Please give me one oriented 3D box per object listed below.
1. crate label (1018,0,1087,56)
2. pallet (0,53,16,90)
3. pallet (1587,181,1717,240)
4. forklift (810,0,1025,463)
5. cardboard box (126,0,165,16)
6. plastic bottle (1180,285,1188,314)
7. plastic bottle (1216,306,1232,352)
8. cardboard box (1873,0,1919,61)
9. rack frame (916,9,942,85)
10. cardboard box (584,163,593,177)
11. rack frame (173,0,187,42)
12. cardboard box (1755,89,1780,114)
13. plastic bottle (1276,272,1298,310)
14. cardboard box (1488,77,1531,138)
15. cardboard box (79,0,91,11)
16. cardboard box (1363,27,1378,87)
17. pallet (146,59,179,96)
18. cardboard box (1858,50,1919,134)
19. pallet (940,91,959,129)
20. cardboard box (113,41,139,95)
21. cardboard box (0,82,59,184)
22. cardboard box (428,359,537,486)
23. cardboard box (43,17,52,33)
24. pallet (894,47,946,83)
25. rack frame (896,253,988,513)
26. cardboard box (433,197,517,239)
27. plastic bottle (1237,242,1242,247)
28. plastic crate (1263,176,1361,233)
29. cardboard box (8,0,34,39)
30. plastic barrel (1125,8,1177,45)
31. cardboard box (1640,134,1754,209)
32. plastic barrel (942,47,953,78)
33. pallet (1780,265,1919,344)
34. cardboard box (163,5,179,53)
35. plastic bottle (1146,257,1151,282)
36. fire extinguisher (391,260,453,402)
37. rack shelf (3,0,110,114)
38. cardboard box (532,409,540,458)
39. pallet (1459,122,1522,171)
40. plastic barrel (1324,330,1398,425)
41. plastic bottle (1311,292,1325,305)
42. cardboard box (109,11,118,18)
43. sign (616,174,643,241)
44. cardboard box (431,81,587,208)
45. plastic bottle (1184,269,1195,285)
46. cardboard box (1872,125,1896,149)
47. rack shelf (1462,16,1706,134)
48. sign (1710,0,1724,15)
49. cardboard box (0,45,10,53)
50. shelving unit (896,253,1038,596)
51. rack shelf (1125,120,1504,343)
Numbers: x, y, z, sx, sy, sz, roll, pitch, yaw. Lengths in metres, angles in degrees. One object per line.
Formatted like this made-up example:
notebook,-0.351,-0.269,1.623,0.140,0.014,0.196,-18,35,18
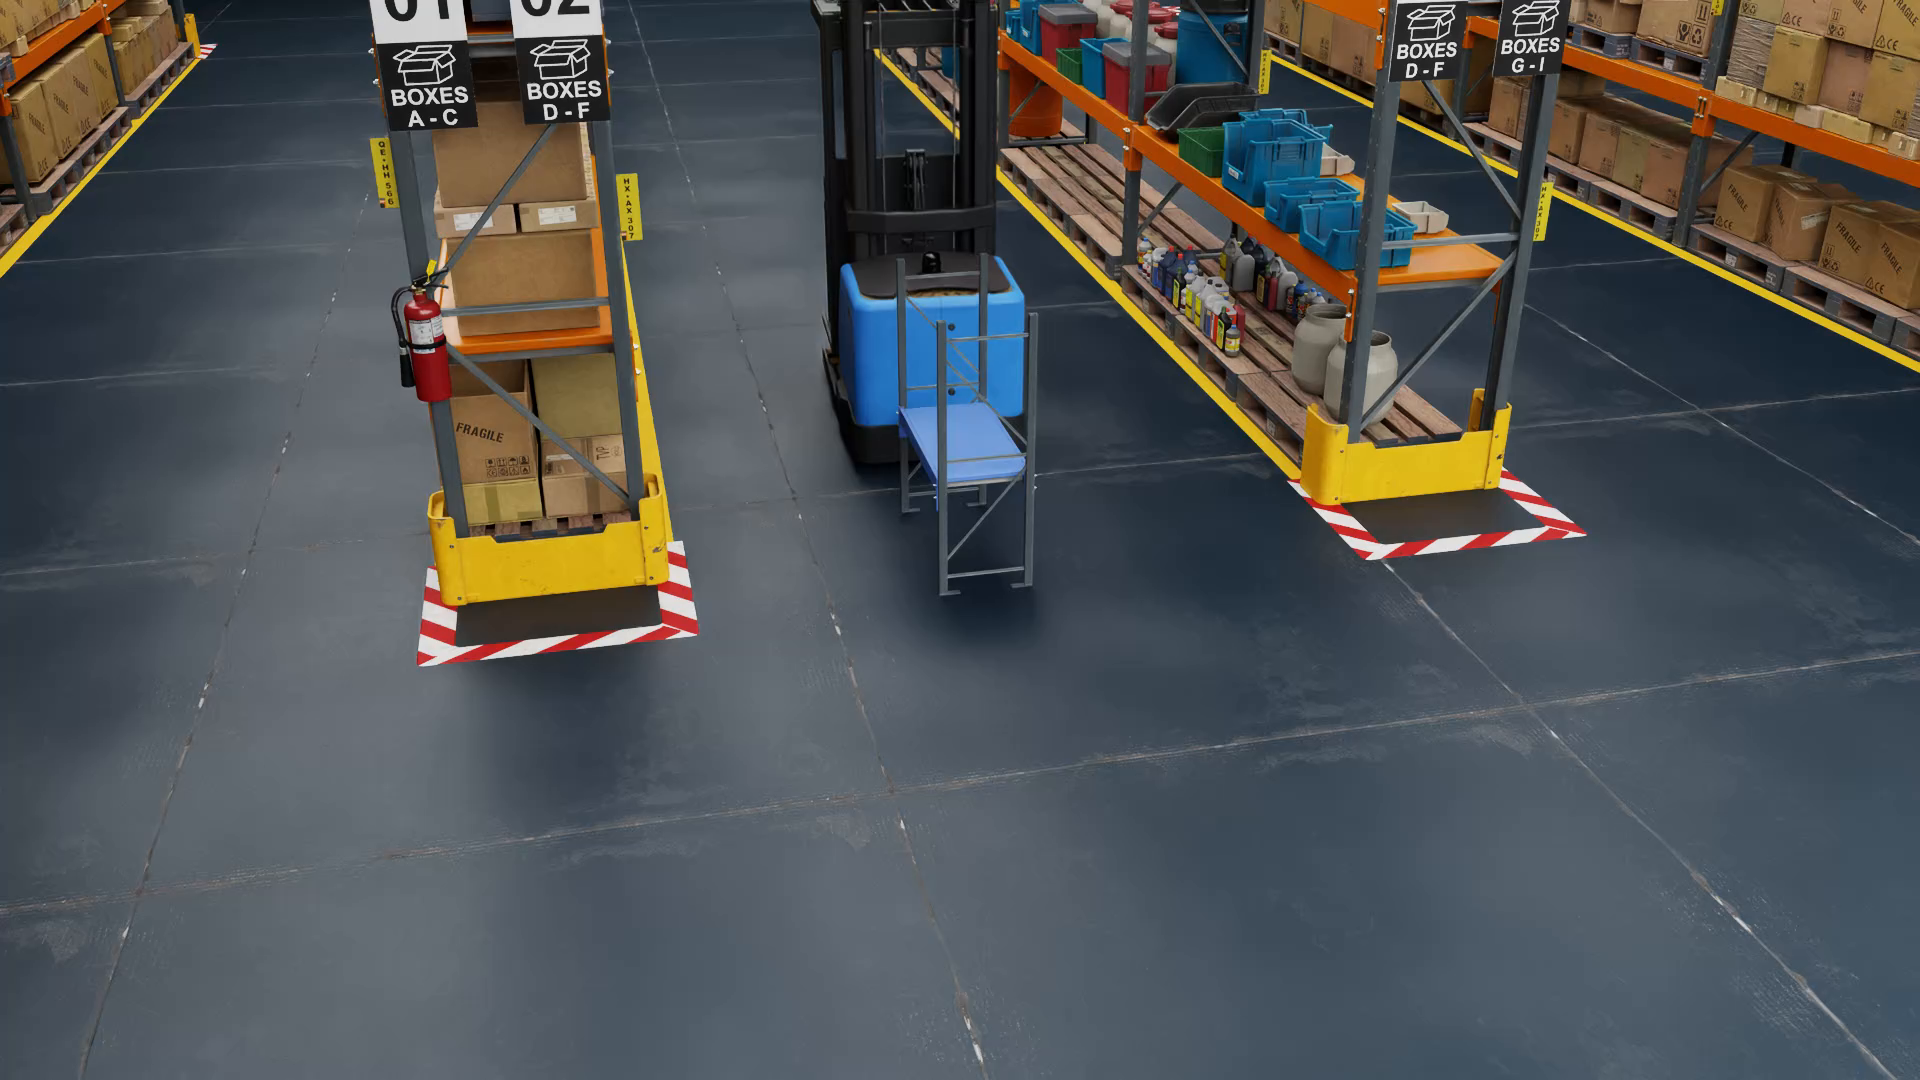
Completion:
crate label,0.838,-4.704,15.202,0.502,0.435,0.616,-6,27,-12
pallet,-8.511,-3.758,13.580,1.213,0.211,1.003,-6,27,-12
pallet,6.427,-2.996,14.951,1.003,0.211,1.213,-6,27,-12
forklift,-0.351,-2.408,10.768,1.130,2.935,3.031,-4,27,-8
cardboard box,-10.058,-6.572,20.530,0.380,0.149,0.250,-5,27,-10
plastic bottle,1.640,-1.737,11.980,0.097,0.201,0.097,0,27,0
plastic bottle,1.795,-1.435,11.290,0.061,0.283,0.133,-5,27,-10
cardboard box,6.808,-3.642,11.586,0.500,0.500,0.500,-6,27,-12
rack frame,-0.024,-6.908,19.607,1.000,3.000,0.127,-6,27,-12
cardboard box,-2.142,-1.892,8.839,0.380,0.149,0.250,-6,27,-11
rack frame,-10.578,-7.658,21.093,1.000,3.000,0.127,-6,27,-12
cardboard box,6.487,-3.444,13.023,0.380,0.149,0.250,-6,27,-12
plastic bottle,2.353,-1.825,12.072,0.152,0.276,0.135,-5,27,-11
cardboard box,5.873,-4.443,17.010,0.700,0.500,0.500,-7,28,-14
cardboard box,-9.244,-5.571,17.215,0.380,0.149,0.250,-5,27,-11
cardboard box,5.374,-5.591,18.890,1.225,0.875,0.875,-6,27,-11
pallet,-10.050,-5.536,19.983,1.003,0.211,1.213,-6,27,-12
cardboard box,7.007,-3.217,11.853,0.875,0.500,0.500,-6,27,-12
pallet,0.388,-4.784,18.493,1.003,0.211,1.213,-6,27,-12
cardboard box,-9.745,-5.312,18.754,0.700,0.500,0.500,-6,27,-11
cardboard box,-8.813,-3.710,15.191,0.750,0.750,0.750,-6,27,-12
cardboard box,-2.557,-0.639,8.940,0.500,0.500,0.500,-6,27,-12
cardboard box,-9.032,-4.999,16.082,0.380,0.149,0.250,-5,27,-10
pallet,-0.228,-5.982,20.868,1.003,0.211,1.213,-6,27,-12
rack frame,-0.095,-0.855,9.280,0.500,1.500,0.032,-6,27,-12
cardboard box,-2.418,-1.621,8.302,0.380,0.149,0.250,-6,27,-12
plastic bottle,2.164,-2.216,12.928,0.097,0.201,0.097,0,27,0
plastic crate,2.135,-2.049,10.145,0.499,0.251,0.408,-6,27,-12
cardboard box,-8.744,-4.802,14.973,0.500,0.500,0.500,-5,27,-10
plastic barrel,1.611,-4.221,14.133,0.433,0.535,0.433,0,27,0
cardboard box,6.487,-3.251,14.648,0.700,0.500,0.500,-8,28,-16
plastic barrel,0.082,-5.918,19.509,0.600,0.901,0.708,-6,27,-12
pallet,7.068,-1.826,12.634,1.003,0.211,1.213,-6,27,-12
cardboard box,-10.323,-6.432,20.973,0.700,0.500,0.500,-6,27,-12
plastic bottle,1.469,-2.070,12.639,0.097,0.201,0.097,0,27,0
fire extinguisher,-2.573,-1.005,7.998,0.296,0.674,0.183,-6,27,-12
rack shelf,-9.226,-4.703,16.037,1.077,0.370,4.000,-6,27,-12
cardboard box,-2.680,-0.522,9.541,0.500,0.250,0.500,-6,27,-12
pallet,5.877,-4.067,17.073,1.003,0.211,1.213,-6,27,-12
plastic barrel,2.457,-0.998,10.193,0.421,0.512,0.421,0,27,0
plastic bottle,2.498,-1.596,11.624,0.097,0.271,0.097,0,27,0
cardboard box,-10.258,-6.200,19.793,0.380,0.149,0.250,-6,27,-11
sign,-1.605,-1.614,8.071,0.100,0.325,0.005,-6,27,-12
cardboard box,-2.251,-1.992,8.317,0.700,0.500,0.500,-6,27,-11
plastic bottle,1.668,-1.834,12.095,0.097,0.271,0.097,0,27,0
cardboard box,6.811,-2.900,11.945,0.380,0.149,0.250,-6,27,-12
rack shelf,6.154,-4.456,15.547,1.077,0.370,4.000,-6,27,-12
sign,6.064,-4.358,13.270,0.100,0.325,0.005,-6,27,-12
cardboard box,-8.672,-4.322,14.741,0.380,0.149,0.250,-6,27,-11
shelving unit,0.019,-0.632,8.838,0.538,1.500,1.048,-6,27,-12
rack shelf,2.229,-2.197,11.072,1.077,0.370,4.000,-6,27,-12
